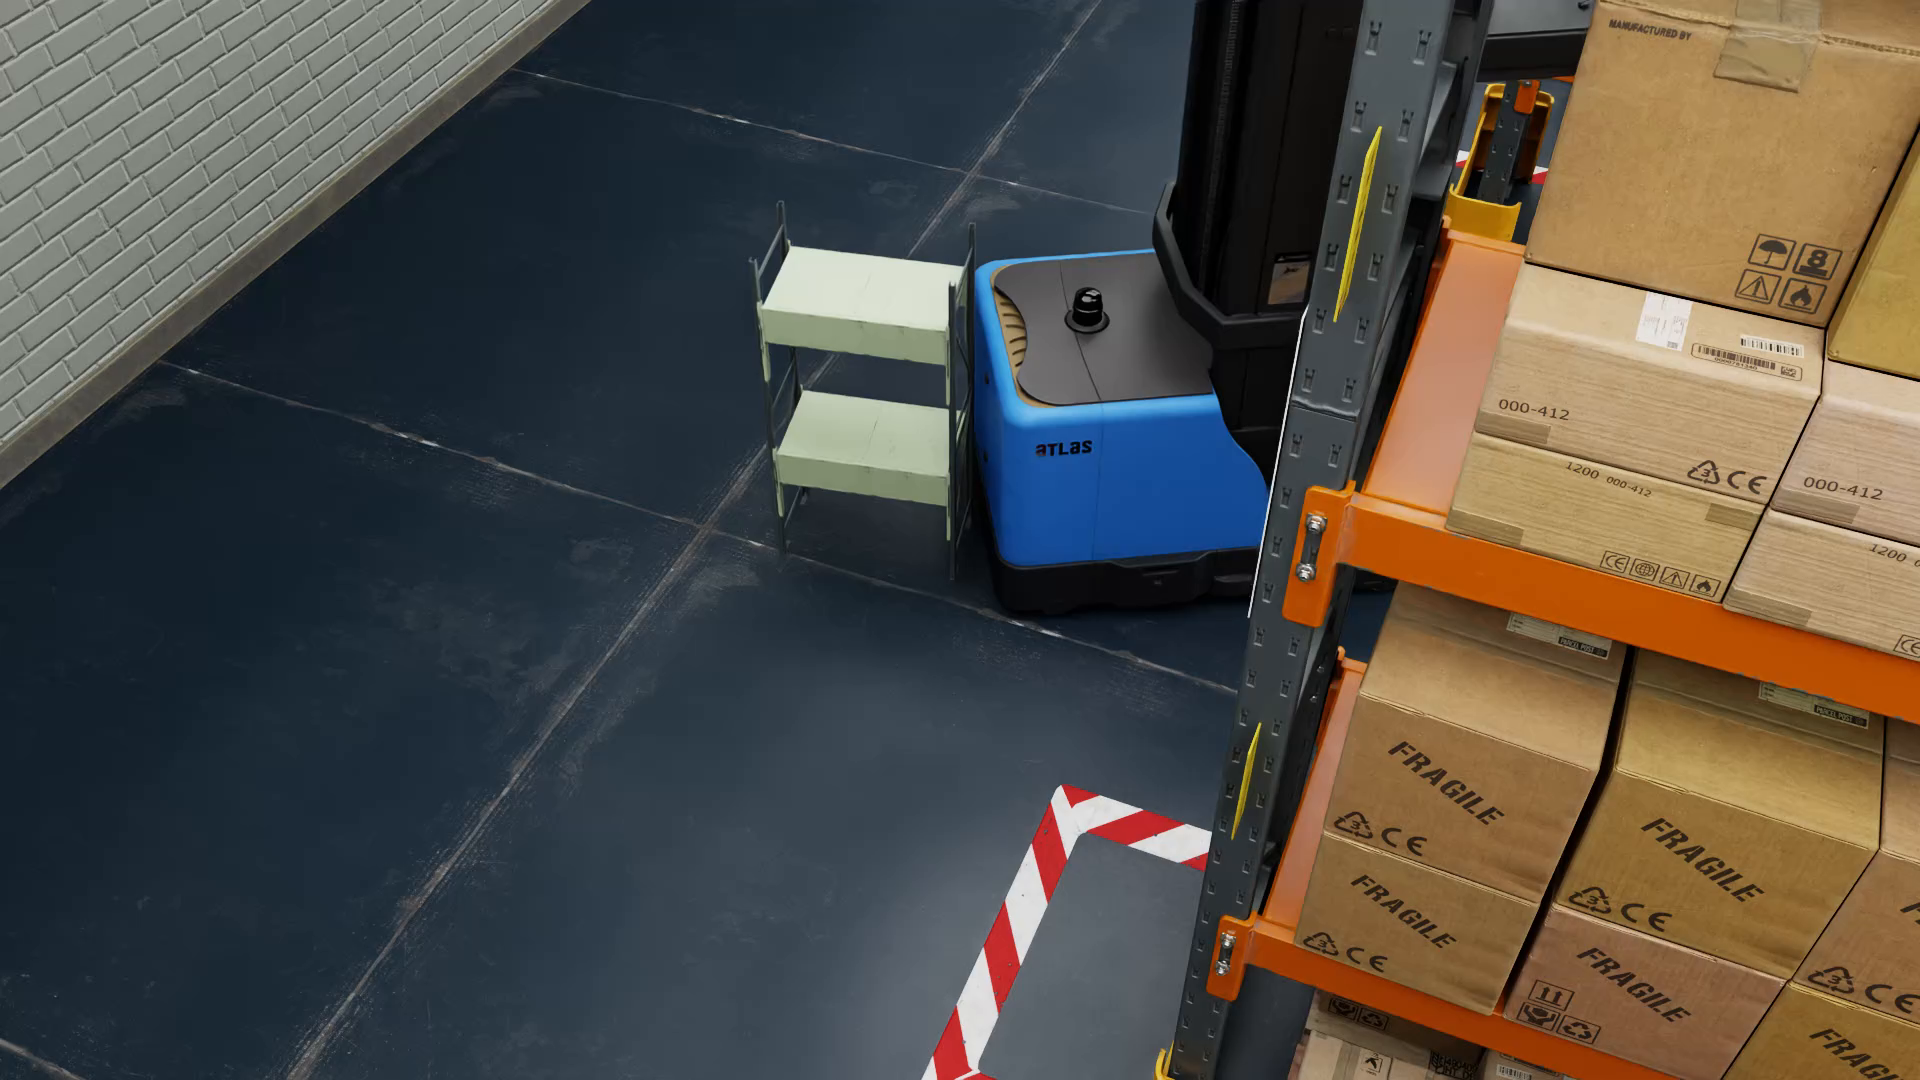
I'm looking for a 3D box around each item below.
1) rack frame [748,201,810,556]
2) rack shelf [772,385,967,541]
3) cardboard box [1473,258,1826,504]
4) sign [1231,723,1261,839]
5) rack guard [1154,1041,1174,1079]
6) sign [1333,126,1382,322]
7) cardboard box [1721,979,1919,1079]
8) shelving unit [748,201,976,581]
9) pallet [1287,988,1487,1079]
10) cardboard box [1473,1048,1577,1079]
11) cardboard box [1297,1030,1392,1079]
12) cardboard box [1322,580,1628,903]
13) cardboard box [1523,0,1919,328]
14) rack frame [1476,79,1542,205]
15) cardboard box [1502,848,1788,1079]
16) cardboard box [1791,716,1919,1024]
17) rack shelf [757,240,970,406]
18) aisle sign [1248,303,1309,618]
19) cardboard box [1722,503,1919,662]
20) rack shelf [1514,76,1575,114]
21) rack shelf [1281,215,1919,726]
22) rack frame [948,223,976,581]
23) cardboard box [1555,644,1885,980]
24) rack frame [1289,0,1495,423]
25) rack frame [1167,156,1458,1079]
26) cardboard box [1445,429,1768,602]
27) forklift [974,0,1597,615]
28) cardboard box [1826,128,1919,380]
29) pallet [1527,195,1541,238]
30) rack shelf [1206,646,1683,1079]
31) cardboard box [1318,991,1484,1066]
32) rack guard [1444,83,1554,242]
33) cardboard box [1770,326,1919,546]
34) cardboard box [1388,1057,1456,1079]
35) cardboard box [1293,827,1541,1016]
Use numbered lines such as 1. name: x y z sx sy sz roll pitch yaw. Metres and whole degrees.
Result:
1. rack frame: -0.710 -0.602 6.631 0.023 1.500 0.400 8 45 8
2. rack shelf: -0.351 -0.320 6.809 0.720 0.370 0.431 8 45 8
3. cardboard box: 1.236 -0.373 2.963 0.500 0.250 0.500 16 47 16
4. sign: 0.653 0.552 3.794 0.005 0.325 0.100 16 47 16
5. rack guard: 0.932 1.412 5.315 0.348 0.500 1.175 16 47 16
6. sign: 0.653 -0.515 2.733 0.005 0.325 0.100 16 47 16
7. cardboard box: 2.110 1.037 3.849 0.500 0.500 0.500 16 47 16
8. shelving unit: -0.351 -0.551 6.579 0.755 1.500 0.431 8 45 8
9. pallet: 1.668 1.730 5.200 1.213 0.211 1.003 16 47 16
10. cardboard box: 1.716 1.792 4.799 0.500 0.250 0.500 16 47 16
11. cardboard box: 1.116 1.697 4.966 0.250 0.149 0.380 16 47 16
12. cardboard box: 1.170 0.407 3.773 0.500 0.500 0.500 18 48 17
13. cardboard box: 1.342 -0.819 2.879 0.500 0.500 0.700 16 47 16
14. rack frame: 2.772 -2.718 7.694 0.127 3.000 1.000 16 47 16
15. cardboard box: 1.648 0.898 3.988 0.500 0.500 0.500 16 47 15
16. cardboard box: 2.115 0.684 3.496 0.500 0.500 0.500 17 47 16
17. rack shelf: -0.351 -0.827 6.304 0.720 0.370 0.431 8 45 8
18. aisle sign: 0.686 -0.244 3.364 0.004 0.787 0.394 16 47 16
19. cardboard box: 1.694 -0.056 2.998 0.500 0.250 0.500 16 47 16
20. rack shelf: 4.618 -1.920 7.402 4.000 0.370 1.077 16 47 16
21. rack shelf: 2.708 0.240 3.104 4.000 0.370 1.077 16 47 16
22. rack frame: 0.008 -0.500 6.528 0.023 1.500 0.400 8 45 8
23. cardboard box: 1.655 0.544 3.635 0.500 0.500 0.500 17 47 16
24. rack frame: 0.862 -1.621 2.339 0.127 3.000 1.000 16 47 16
25. rack frame: 0.862 0.505 4.455 0.127 3.000 1.000 16 47 16
26. cardboard box: 1.238 -0.200 3.143 0.500 0.250 0.500 16 47 16
27. forklift: 1.592 -1.196 6.213 3.031 2.935 1.130 -5 45 -5
28. cardboard box: 1.771 -0.628 2.687 0.500 0.500 0.700 16 47 16
29. pallet: 3.518 -1.481 8.427 1.213 0.211 1.003 16 47 16
30. rack shelf: 2.708 1.303 4.162 4.000 0.370 1.077 16 47 16
31. cardboard box: 1.458 1.223 5.194 0.500 0.500 0.500 16 47 16
32. rack guard: 2.745 -1.830 8.574 0.348 0.500 1.175 16 47 16
33. cardboard box: 1.694 -0.233 2.821 0.500 0.250 0.500 16 47 16
34. cardboard box: 1.347 1.759 4.891 0.250 0.166 0.380 16 47 16
35. cardboard box: 1.170 0.762 4.126 0.500 0.500 0.500 17 47 17
